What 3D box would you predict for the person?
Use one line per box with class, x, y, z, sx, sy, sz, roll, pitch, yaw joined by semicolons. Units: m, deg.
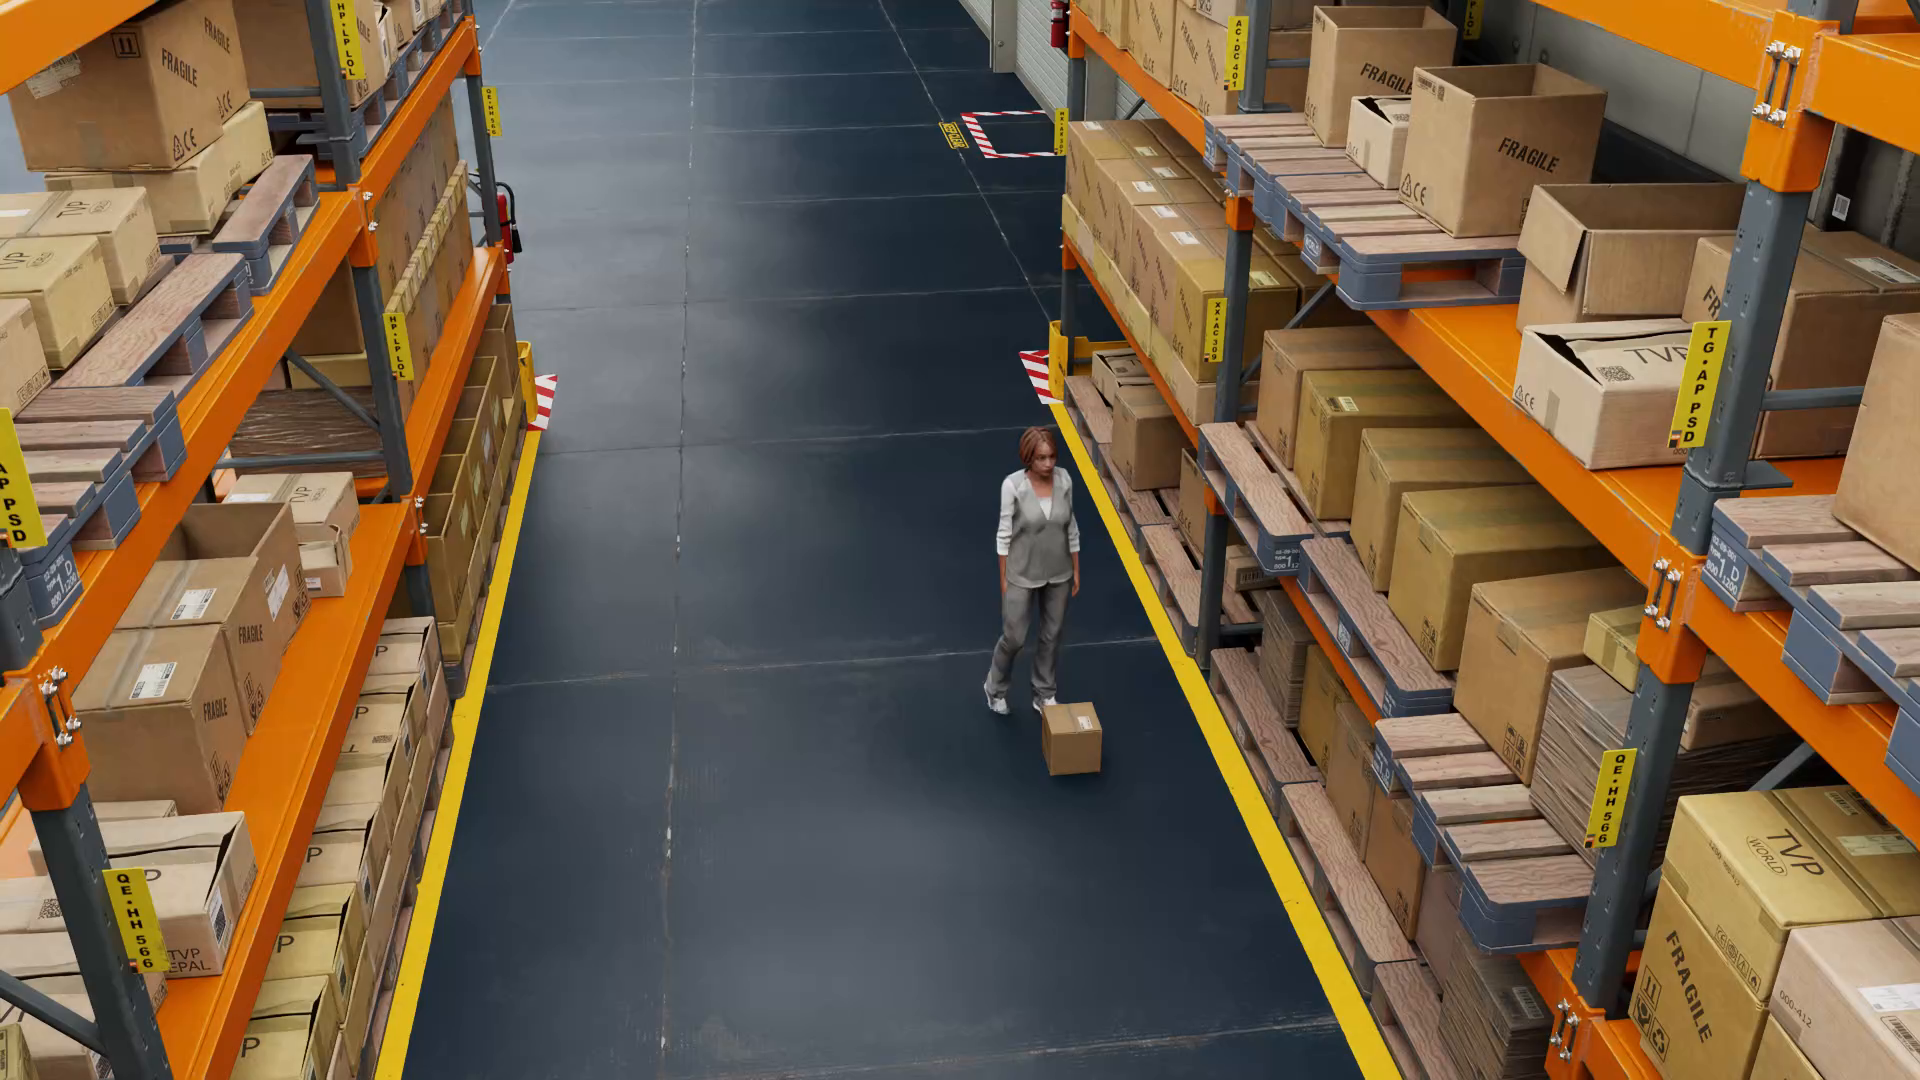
person;0.385;0.202;8.298;0.437;1.658;0.419;-9;29;-17
